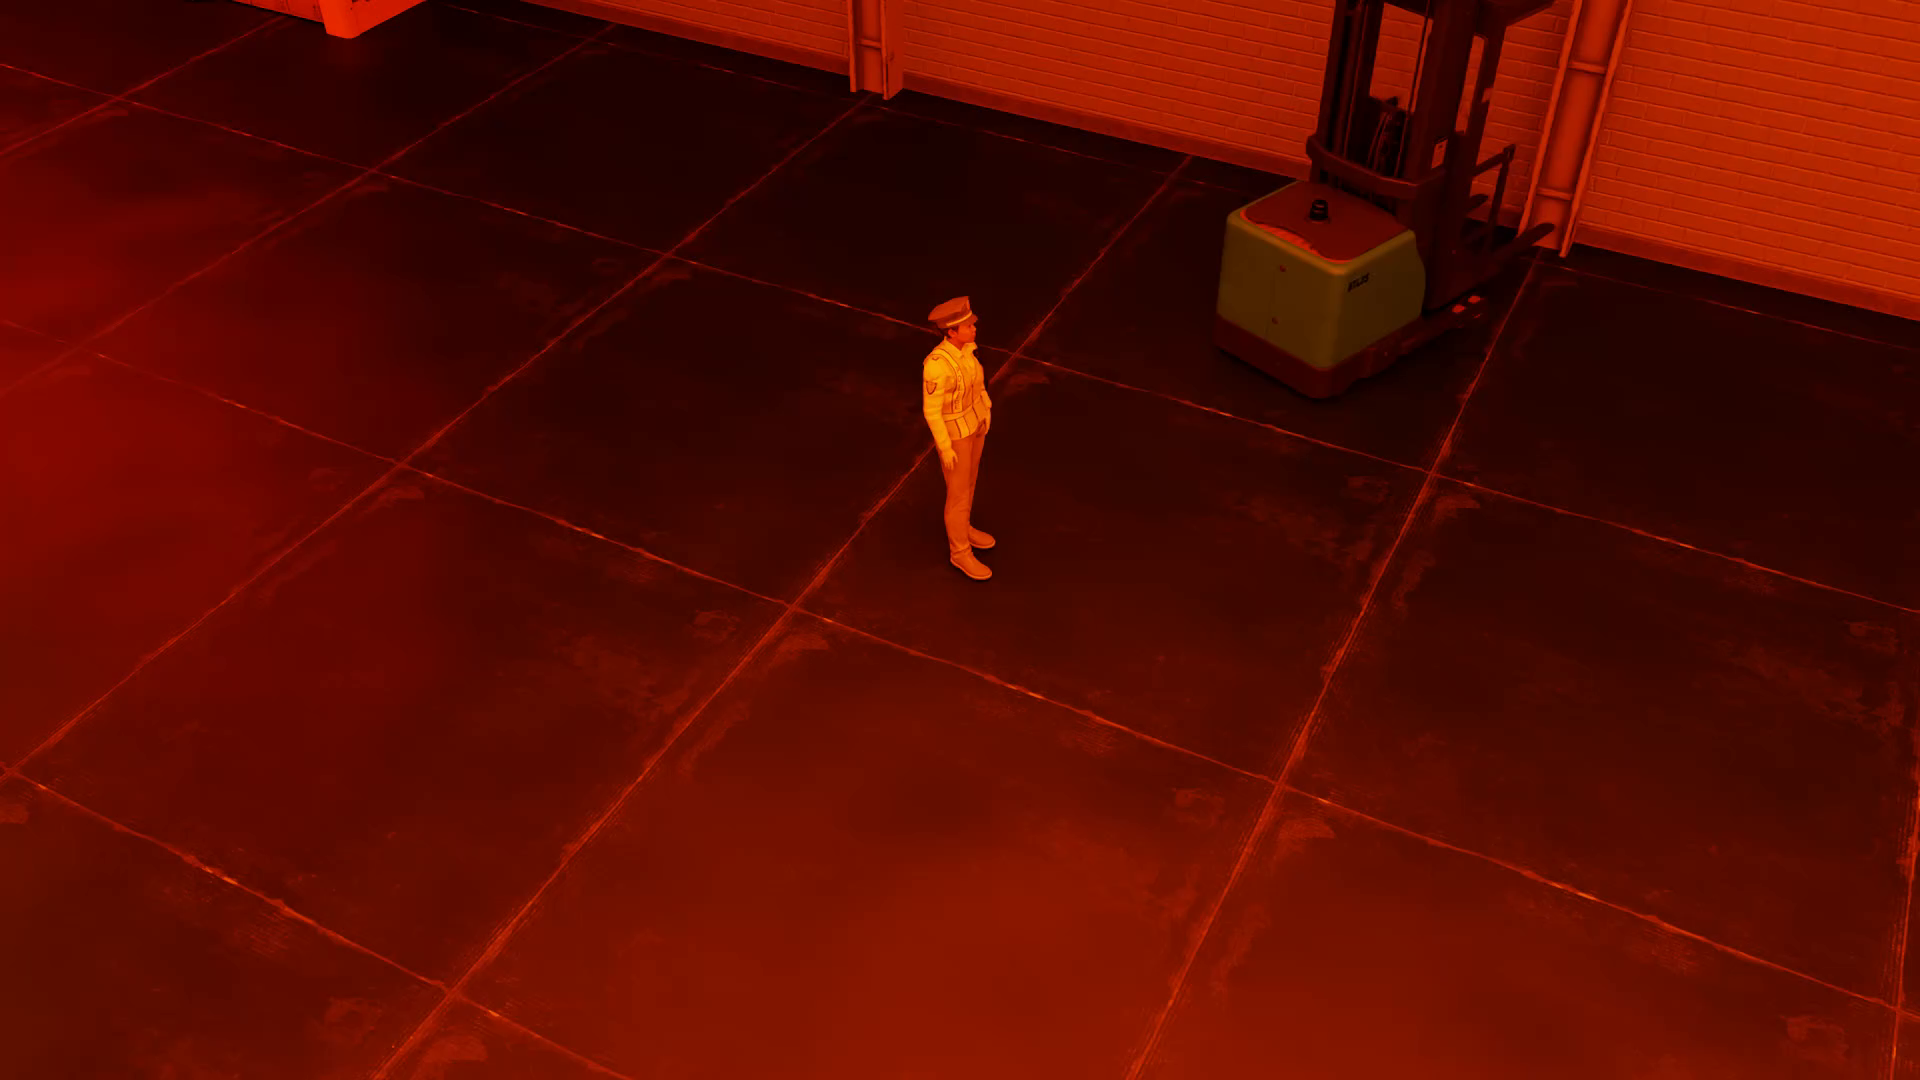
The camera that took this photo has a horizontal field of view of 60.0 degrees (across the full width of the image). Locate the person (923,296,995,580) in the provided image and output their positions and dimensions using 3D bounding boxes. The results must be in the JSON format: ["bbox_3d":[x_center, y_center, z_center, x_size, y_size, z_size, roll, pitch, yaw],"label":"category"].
[{"bbox_3d":[0.058,-0.630,9.683,0.531,1.695,0.587,18,43,21],"label":"person"}]

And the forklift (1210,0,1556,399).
[{"bbox_3d":[3.224,-2.890,11.418,3.031,2.935,1.130,-29,48,-30],"label":"forklift"}]
